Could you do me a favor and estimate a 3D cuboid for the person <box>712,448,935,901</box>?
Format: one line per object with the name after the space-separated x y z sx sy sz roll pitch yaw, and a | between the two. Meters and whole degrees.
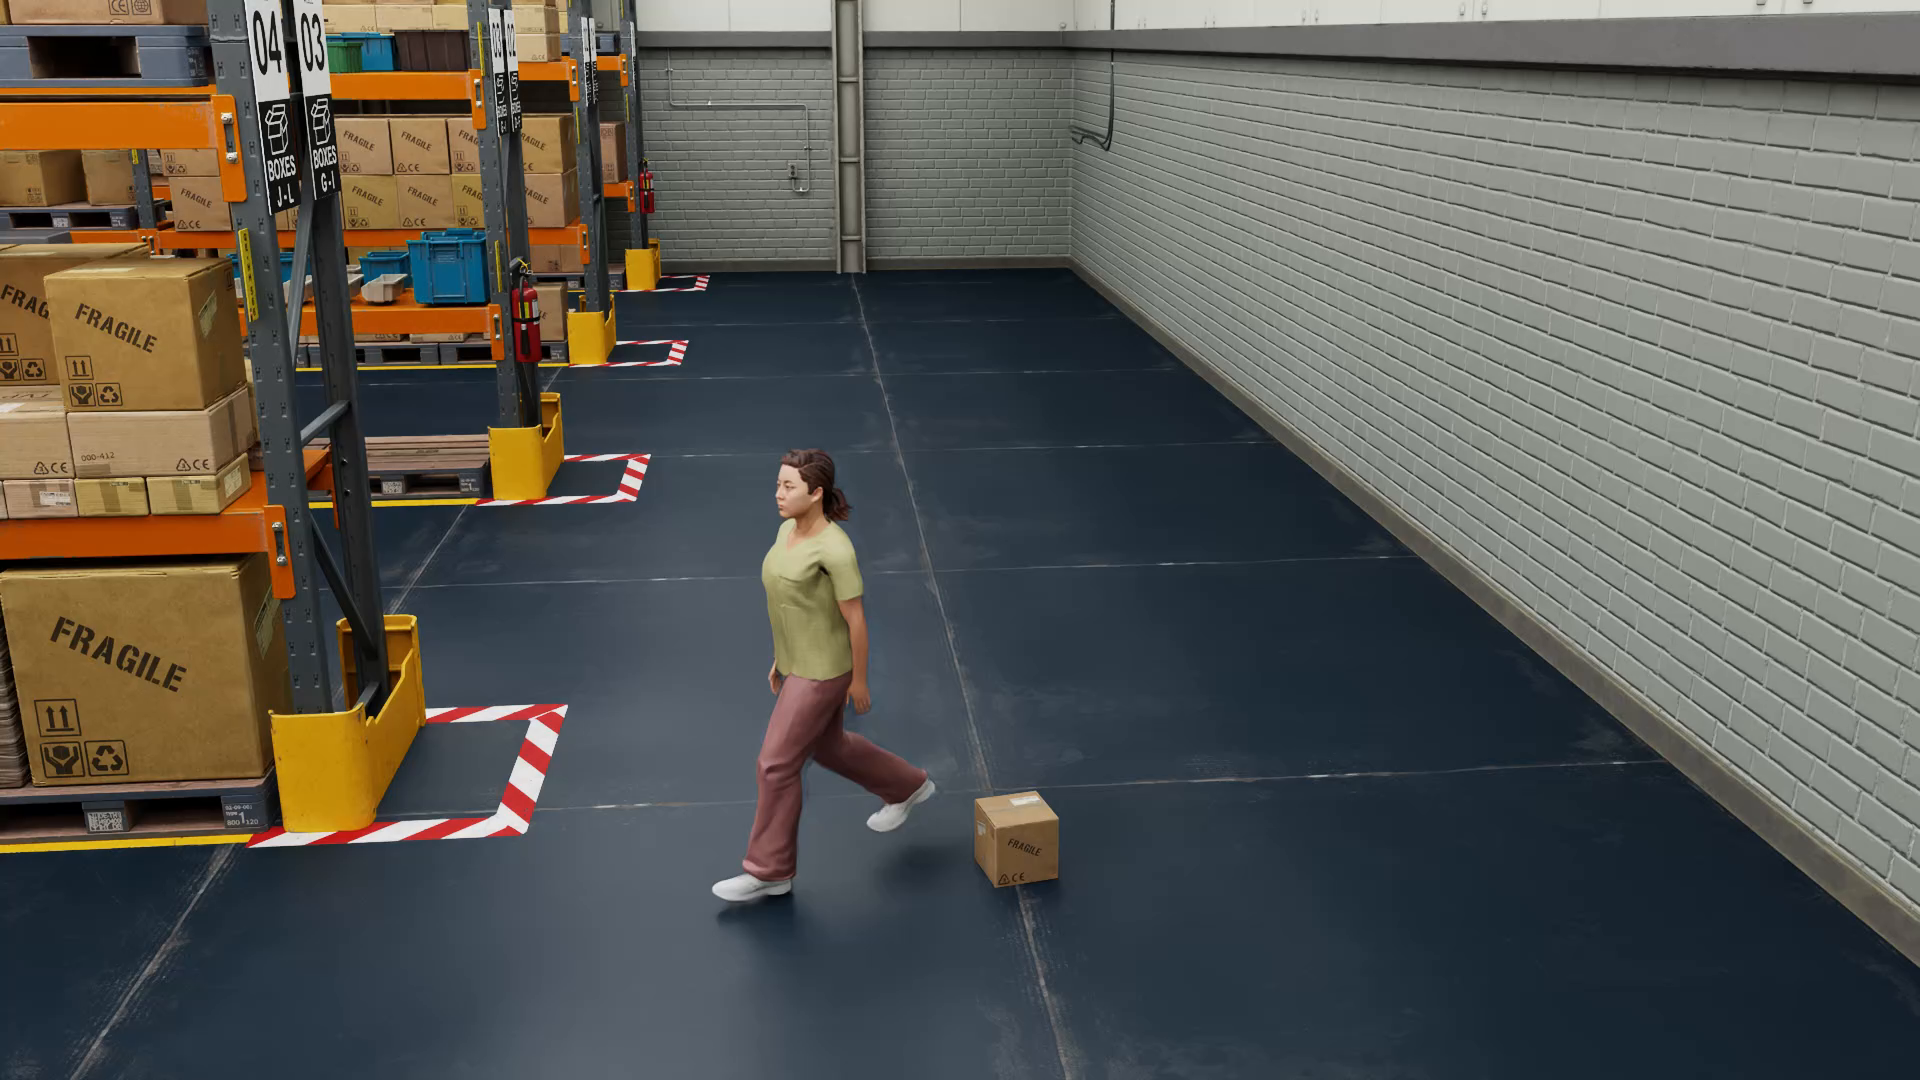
-0.492 0.457 6.041 0.974 1.631 0.441 -9 19 -28 | person
